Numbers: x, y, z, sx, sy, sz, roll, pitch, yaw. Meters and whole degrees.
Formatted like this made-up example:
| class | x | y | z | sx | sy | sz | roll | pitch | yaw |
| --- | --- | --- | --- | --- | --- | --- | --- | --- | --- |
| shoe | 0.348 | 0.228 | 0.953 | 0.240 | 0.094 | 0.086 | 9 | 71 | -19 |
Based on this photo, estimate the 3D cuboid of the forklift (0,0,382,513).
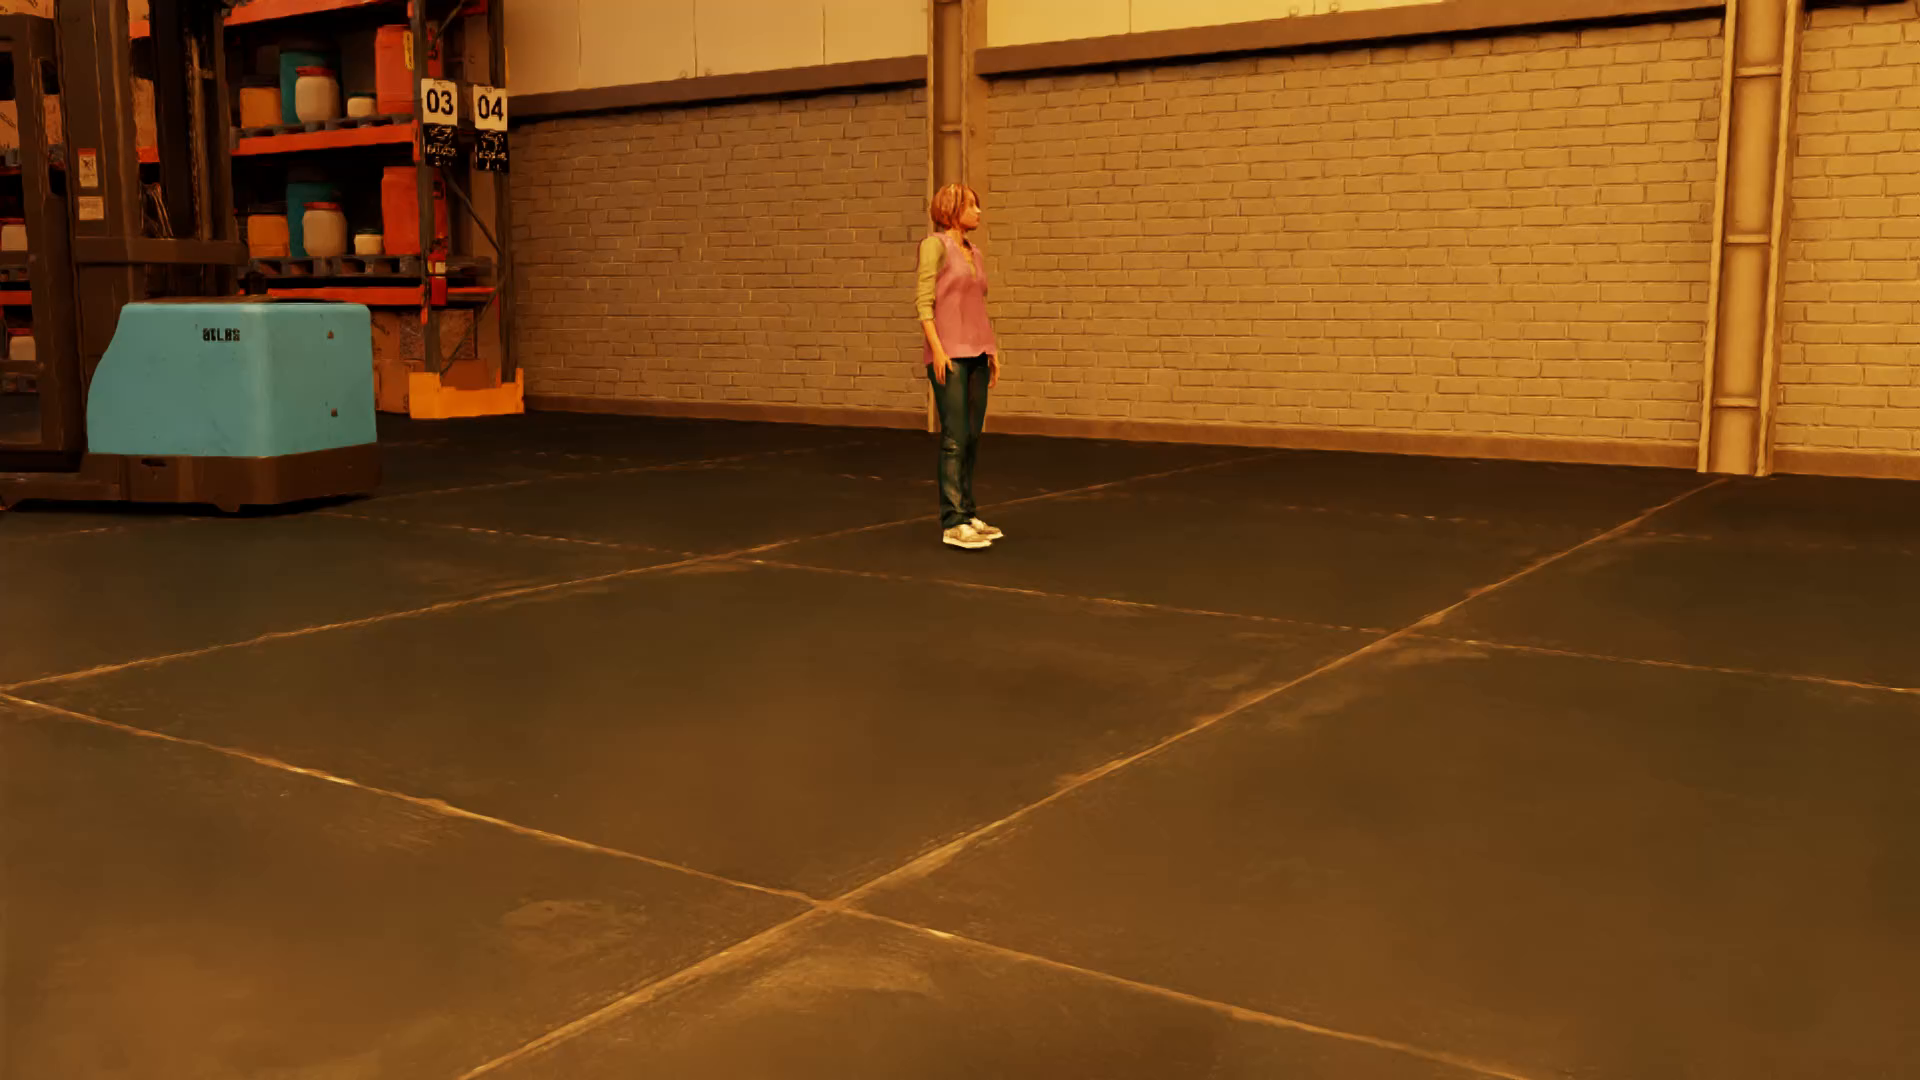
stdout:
| class | x | y | z | sx | sy | sz | roll | pitch | yaw |
| --- | --- | --- | --- | --- | --- | --- | --- | --- | --- |
| forklift | -4.787 | -1.674 | 8.968 | 3.031 | 2.935 | 1.130 | 2 | 8 | 14 |

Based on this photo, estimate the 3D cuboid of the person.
| class | x | y | z | sx | sy | sz | roll | pitch | yaw |
| --- | --- | --- | --- | --- | --- | --- | --- | --- | --- |
| person | 0.054 | -0.780 | 7.439 | 0.474 | 1.576 | 0.520 | 5 | 10 | 34 |
